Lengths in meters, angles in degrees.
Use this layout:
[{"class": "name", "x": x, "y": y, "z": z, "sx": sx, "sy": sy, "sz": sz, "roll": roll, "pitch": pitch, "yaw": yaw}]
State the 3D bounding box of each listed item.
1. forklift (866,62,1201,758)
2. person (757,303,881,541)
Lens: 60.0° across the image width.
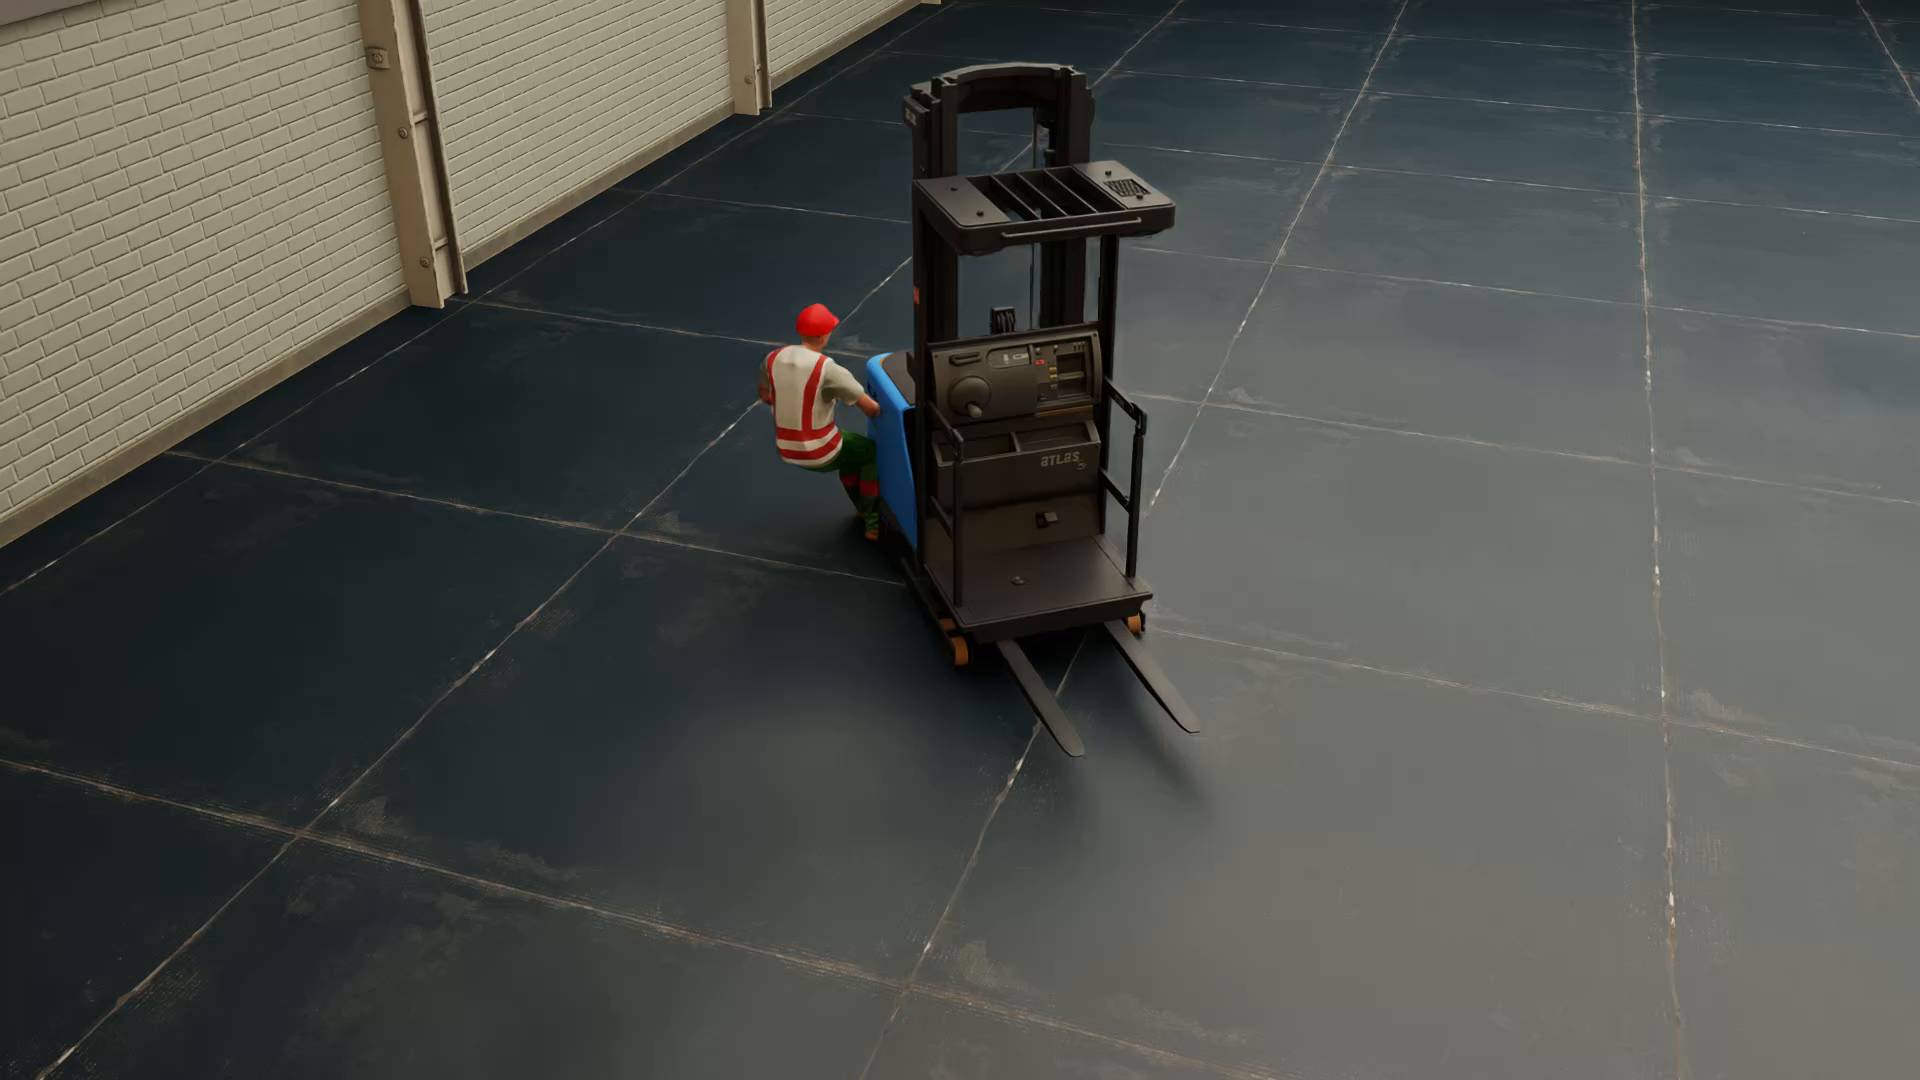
[{"class": "forklift", "x": 0.373, "y": -0.818, "z": 8.572, "sx": 1.130, "sy": 2.935, "sz": 3.031, "roll": -9, "pitch": 31, "yaw": -16}, {"class": "person", "x": -0.720, "y": -0.710, "z": 9.862, "sx": 0.787, "sy": 1.566, "sz": 0.898, "roll": 16, "pitch": 33, "yaw": 26}]
